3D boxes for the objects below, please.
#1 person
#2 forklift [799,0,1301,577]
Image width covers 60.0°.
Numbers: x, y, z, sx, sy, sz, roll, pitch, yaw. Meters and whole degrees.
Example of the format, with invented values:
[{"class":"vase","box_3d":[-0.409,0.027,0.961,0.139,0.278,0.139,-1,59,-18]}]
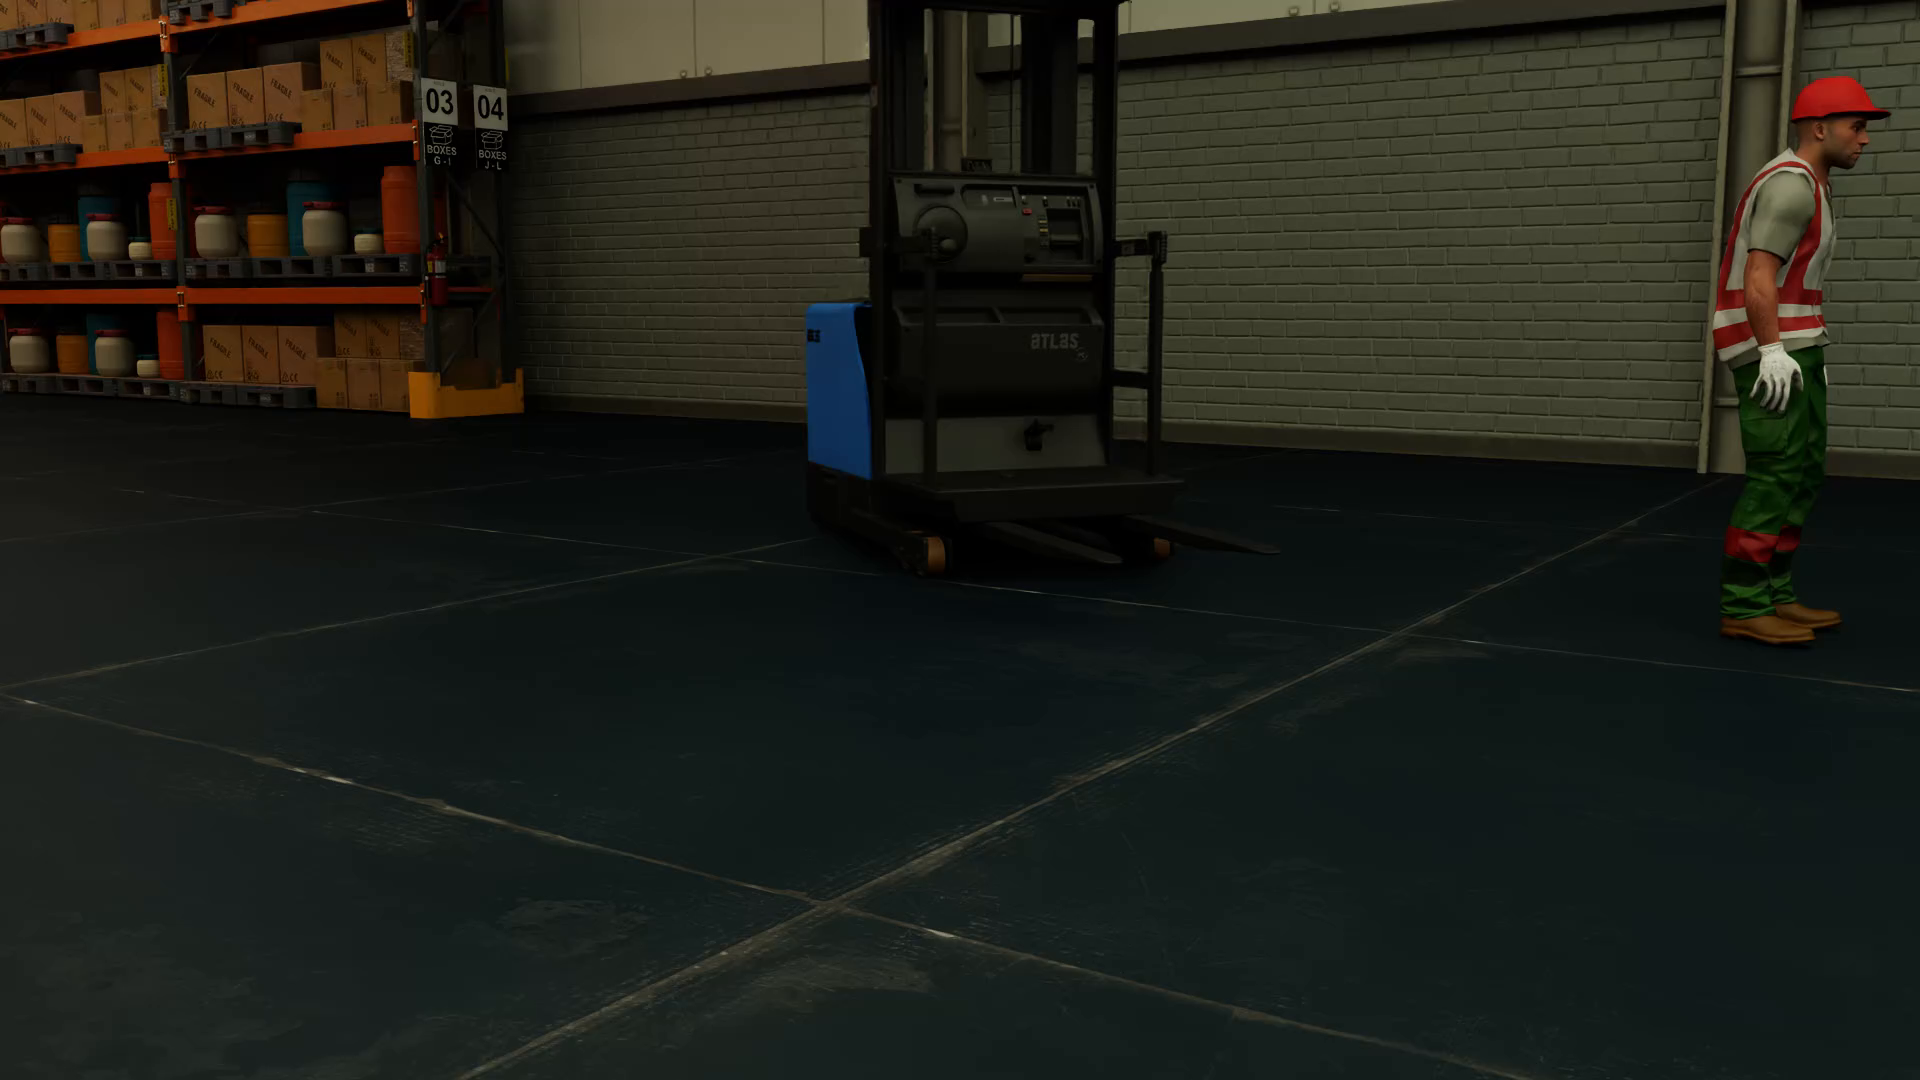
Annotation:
[{"class":"person","box_3d":[2.679,-0.576,5.359,0.454,1.777,0.608,6,10,37]},{"class":"forklift","box_3d":[0.271,-1.371,6.837,1.130,2.935,3.031,-4,9,-24]}]
